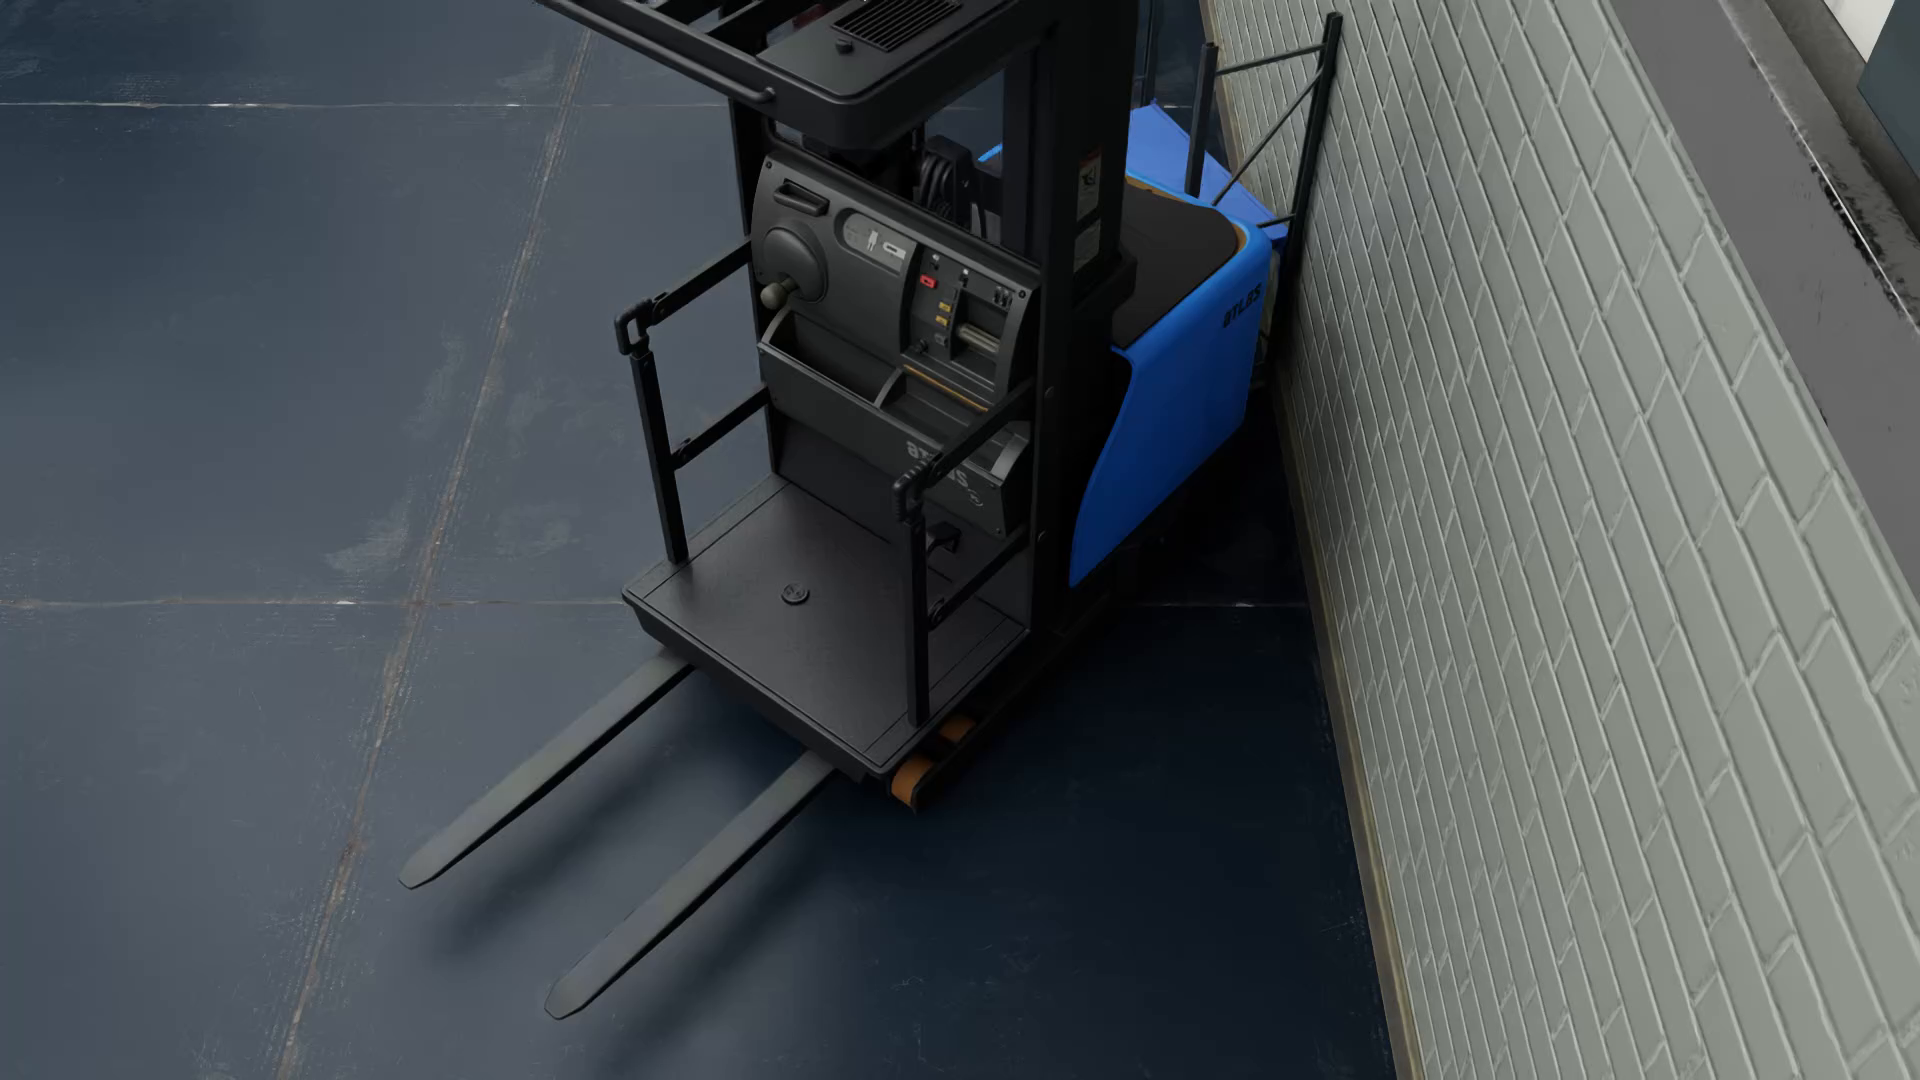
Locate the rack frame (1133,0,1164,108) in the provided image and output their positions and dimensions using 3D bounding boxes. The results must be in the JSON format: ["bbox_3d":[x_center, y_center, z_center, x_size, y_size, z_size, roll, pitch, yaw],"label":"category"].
[{"bbox_3d":[0.520,-1.704,6.307,0.500,1.500,0.032,-19,49,-18],"label":"rack frame"}]

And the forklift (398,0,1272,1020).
[{"bbox_3d":[-0.332,-0.617,4.322,1.130,2.935,3.031,31,54,26],"label":"forklift"}]

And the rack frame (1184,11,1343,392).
[{"bbox_3d":[0.961,-1.049,5.667,0.500,1.500,0.032,-19,49,-18],"label":"rack frame"}]

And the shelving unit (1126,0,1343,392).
[{"bbox_3d":[0.740,-1.377,5.987,0.538,1.500,1.048,-19,49,-18],"label":"shelving unit"}]

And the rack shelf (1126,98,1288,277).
[{"bbox_3d":[0.738,-1.251,6.115,0.538,0.185,1.000,-19,49,-18],"label":"rack shelf"}]
